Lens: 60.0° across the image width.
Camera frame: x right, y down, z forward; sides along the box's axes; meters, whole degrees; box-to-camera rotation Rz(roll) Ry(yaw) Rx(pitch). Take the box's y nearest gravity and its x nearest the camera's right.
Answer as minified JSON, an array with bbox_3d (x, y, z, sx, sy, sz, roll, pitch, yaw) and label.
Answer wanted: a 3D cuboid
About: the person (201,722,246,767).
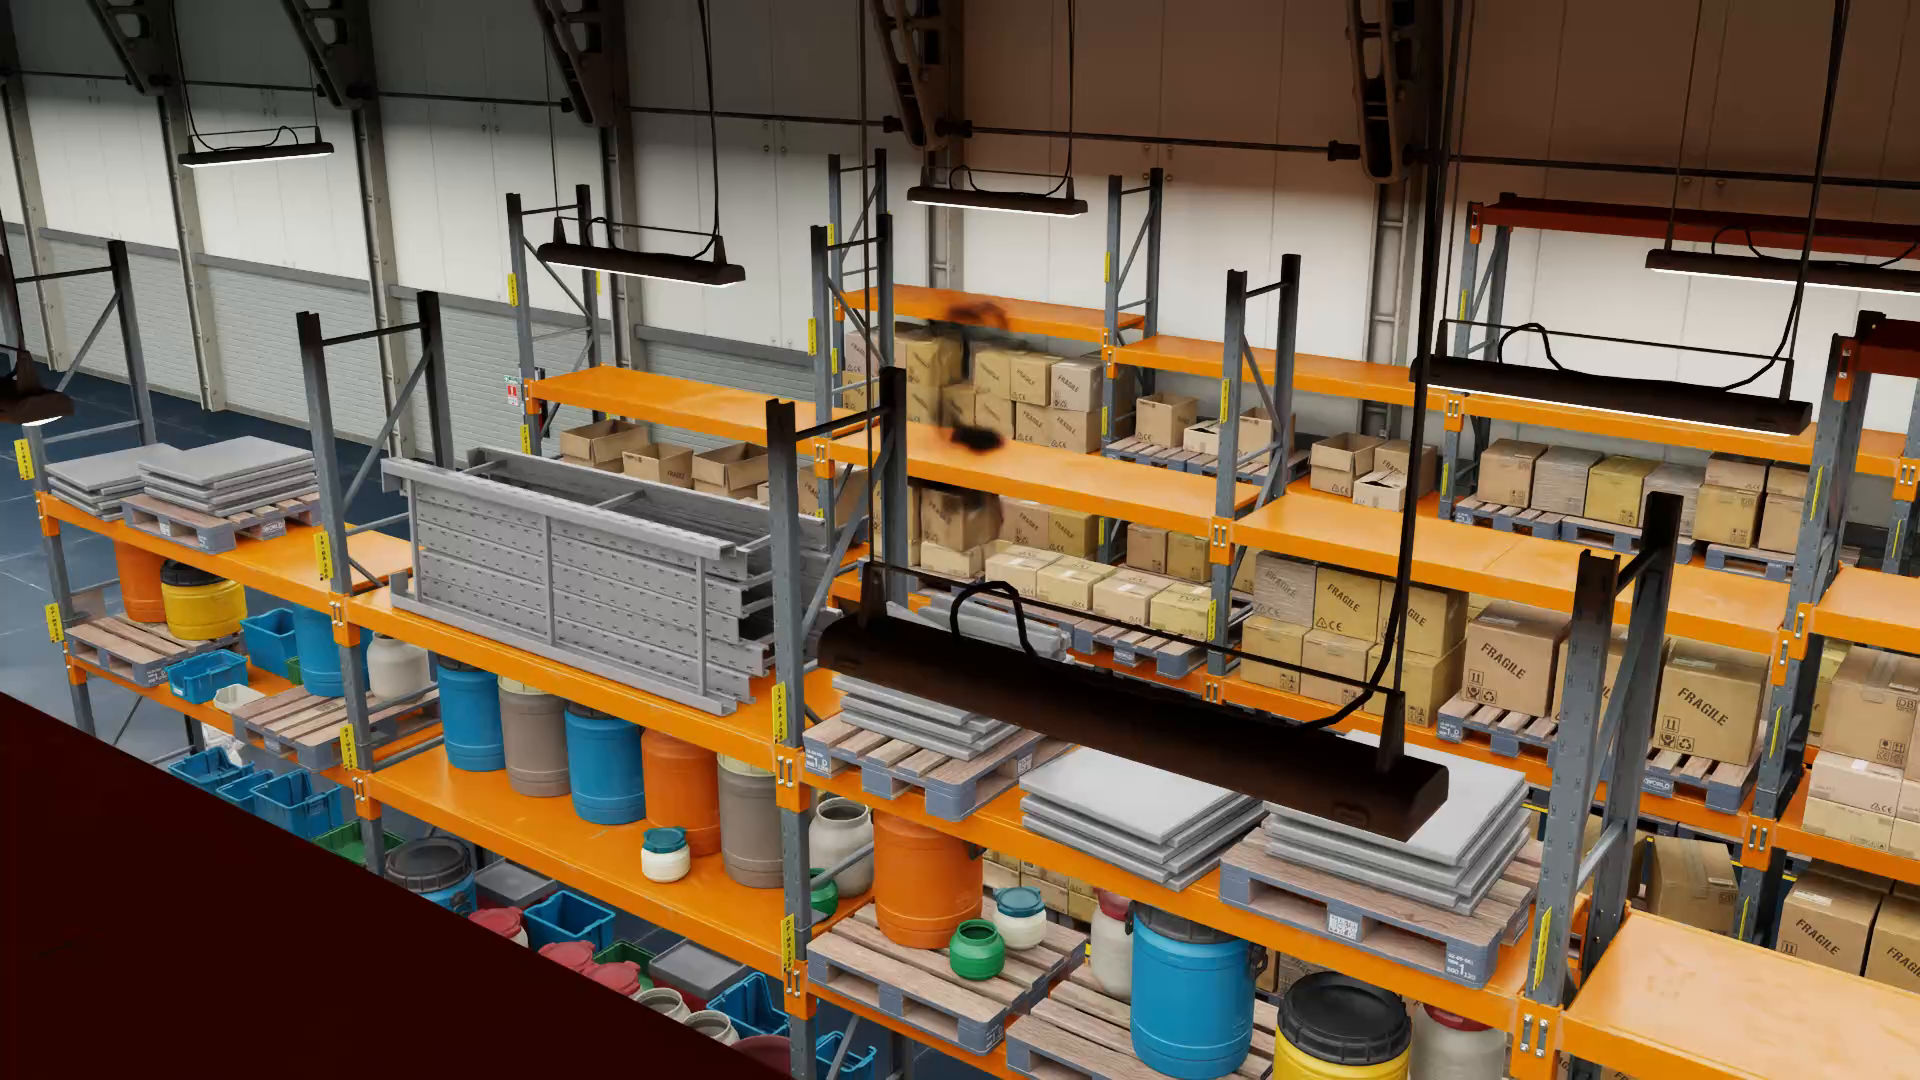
[{"bbox_3d":[-7.016,2.231,15.914,0.684,1.691,0.831,7,20,20],"label":"person"}]
